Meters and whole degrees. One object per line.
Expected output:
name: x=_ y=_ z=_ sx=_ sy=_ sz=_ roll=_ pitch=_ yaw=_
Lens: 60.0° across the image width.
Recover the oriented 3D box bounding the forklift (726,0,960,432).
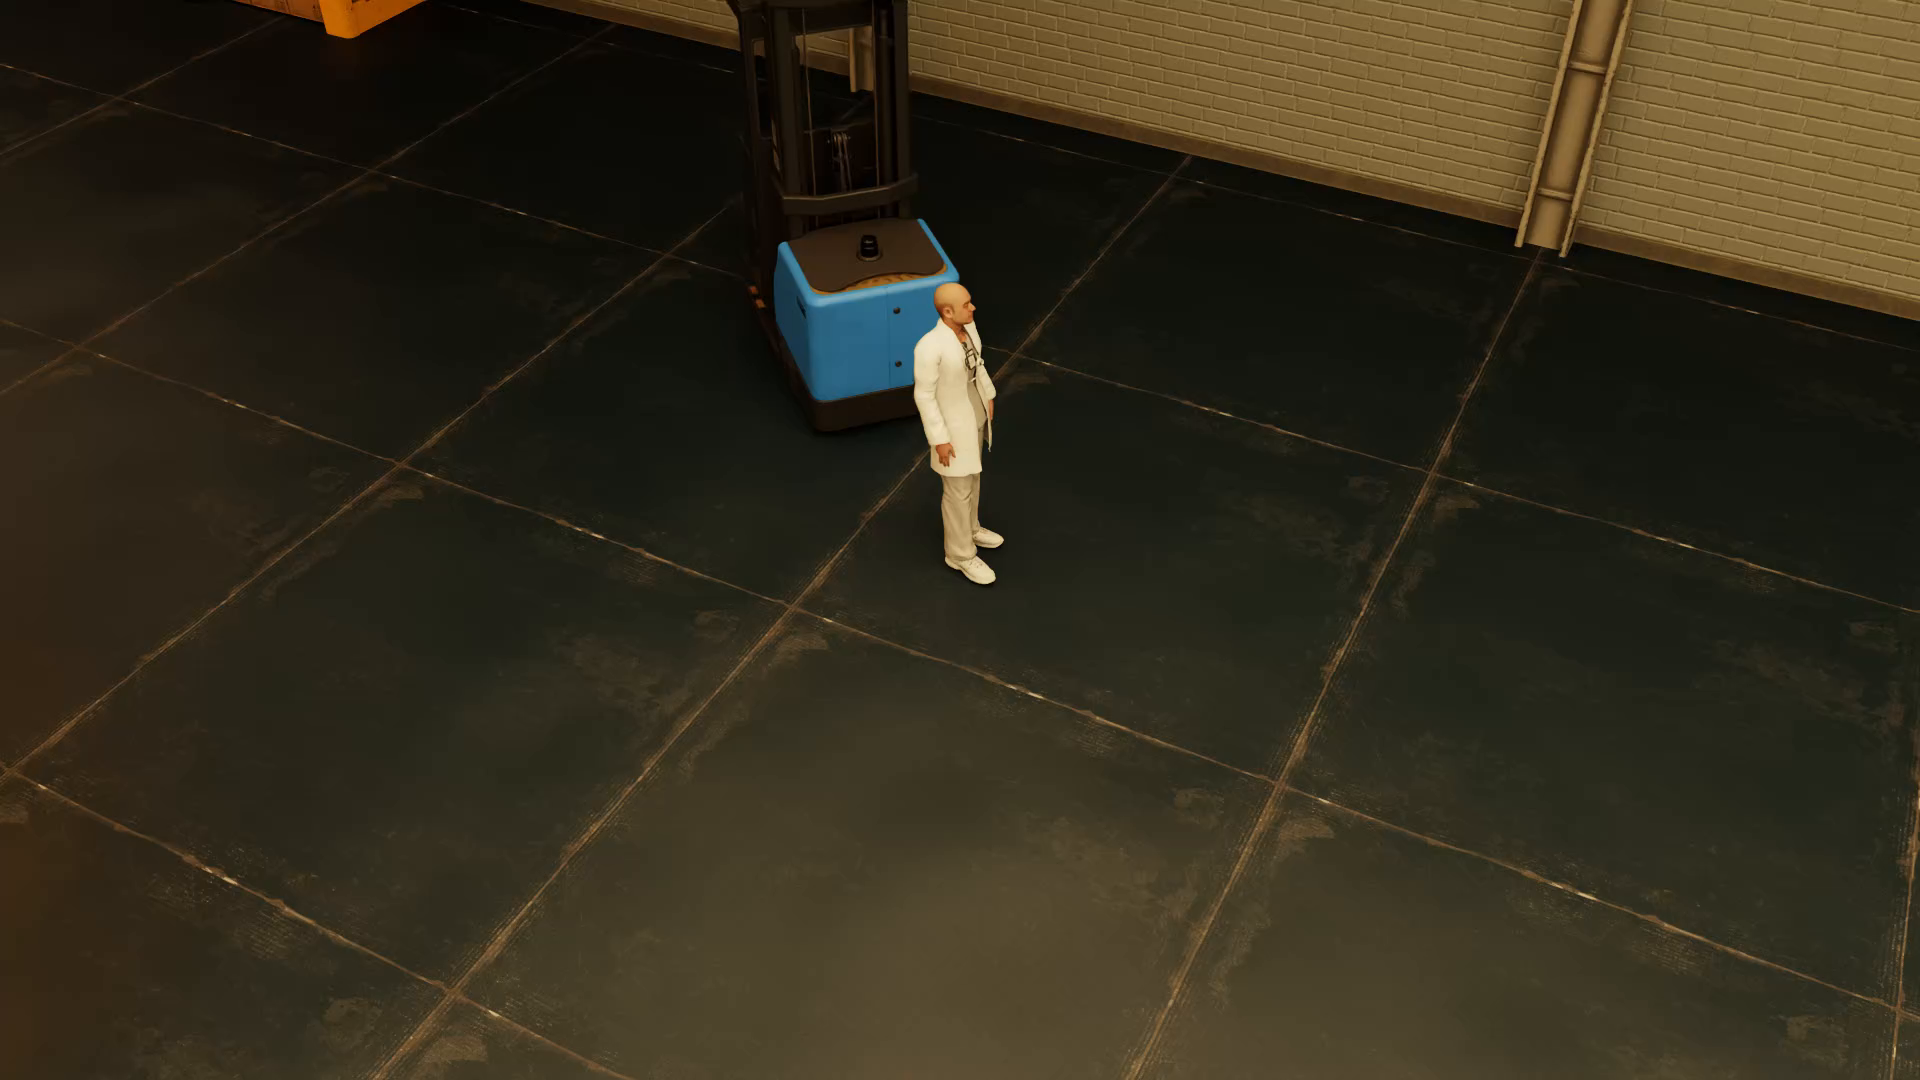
forklift: x=-0.948 y=-2.794 z=11.304 sx=1.130 sy=2.935 sz=3.031 roll=-13 pitch=42 yaw=-14

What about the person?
person: x=0.080 y=-0.656 z=9.650 sx=0.577 sy=1.779 sz=0.698 roll=18 pitch=43 yaw=21
